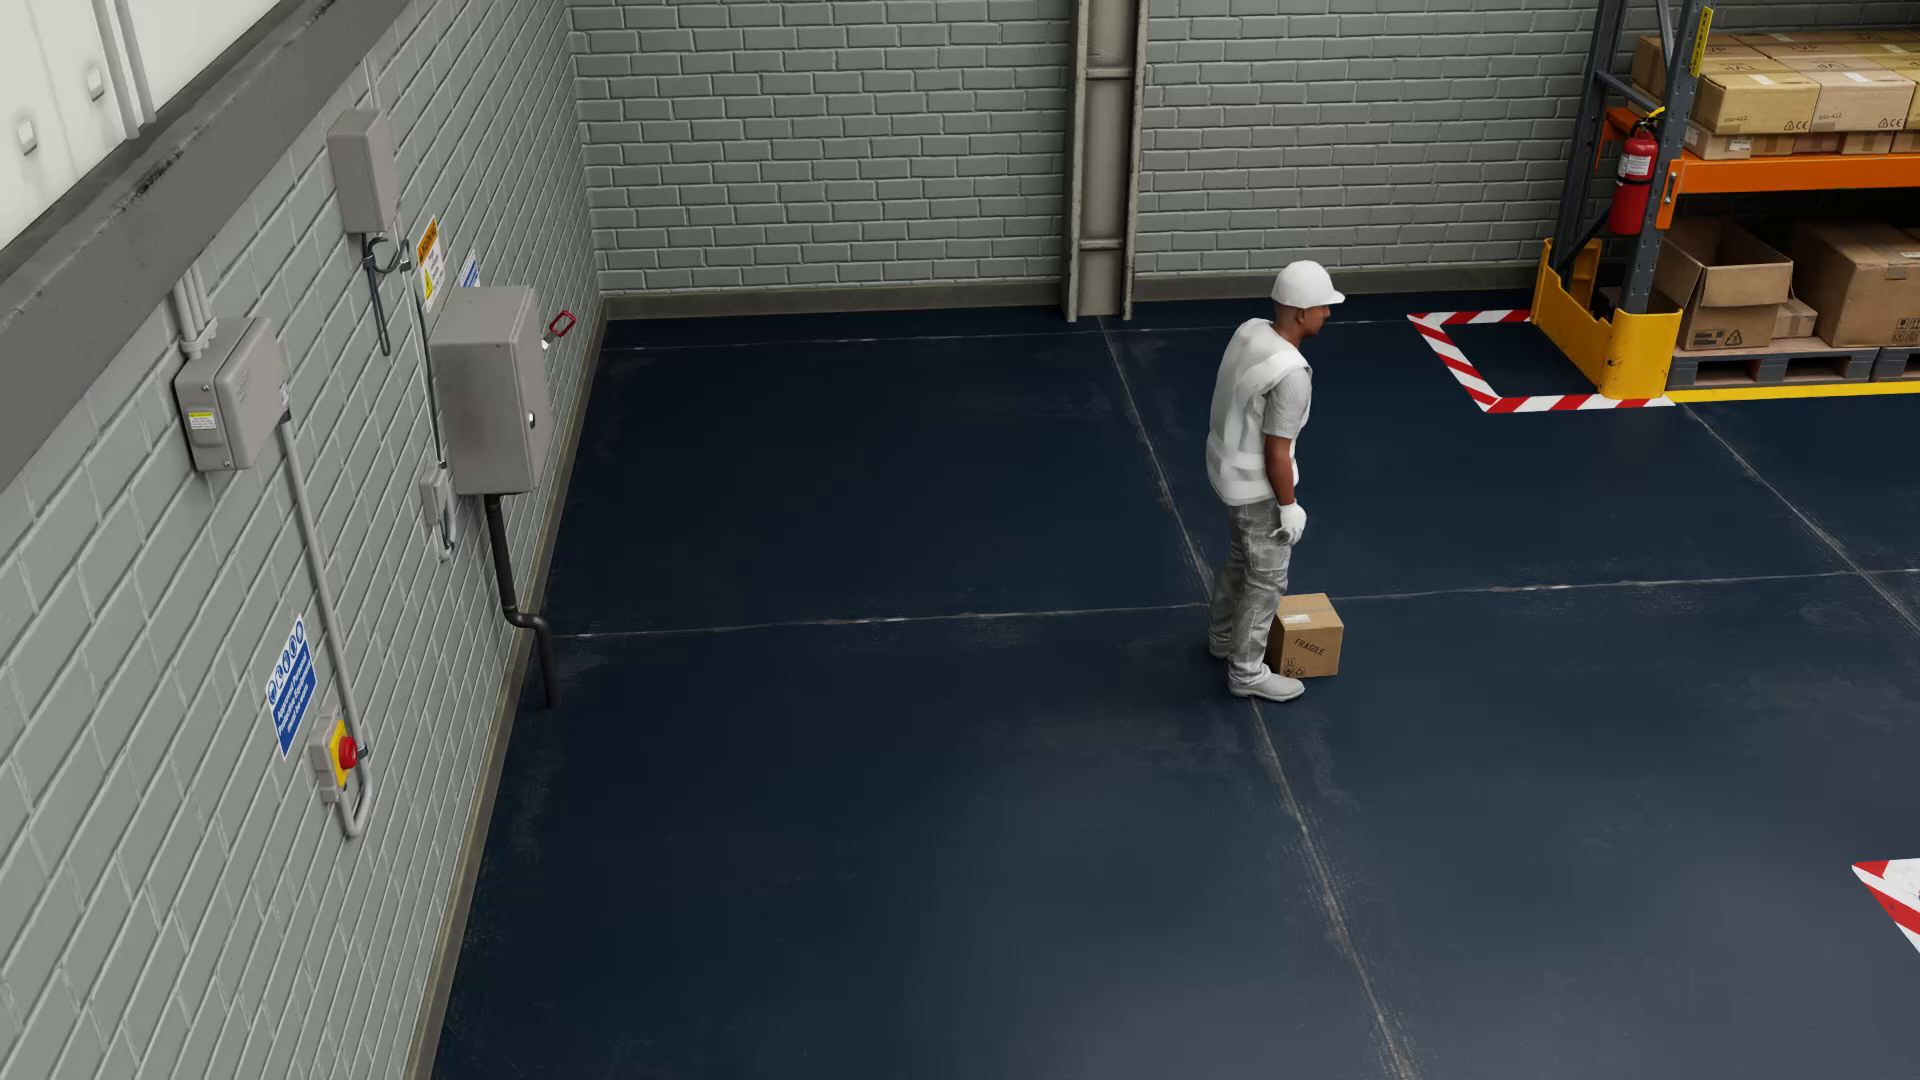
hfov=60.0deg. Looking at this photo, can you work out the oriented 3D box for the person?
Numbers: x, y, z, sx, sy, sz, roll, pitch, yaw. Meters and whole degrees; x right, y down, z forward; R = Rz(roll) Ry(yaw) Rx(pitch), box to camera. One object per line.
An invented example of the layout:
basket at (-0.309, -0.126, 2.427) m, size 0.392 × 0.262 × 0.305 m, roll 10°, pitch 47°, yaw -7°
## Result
person at (1.202, -0.237, 6.519) m, size 0.454 × 1.774 × 0.624 m, roll -3°, pitch 31°, yaw -5°
